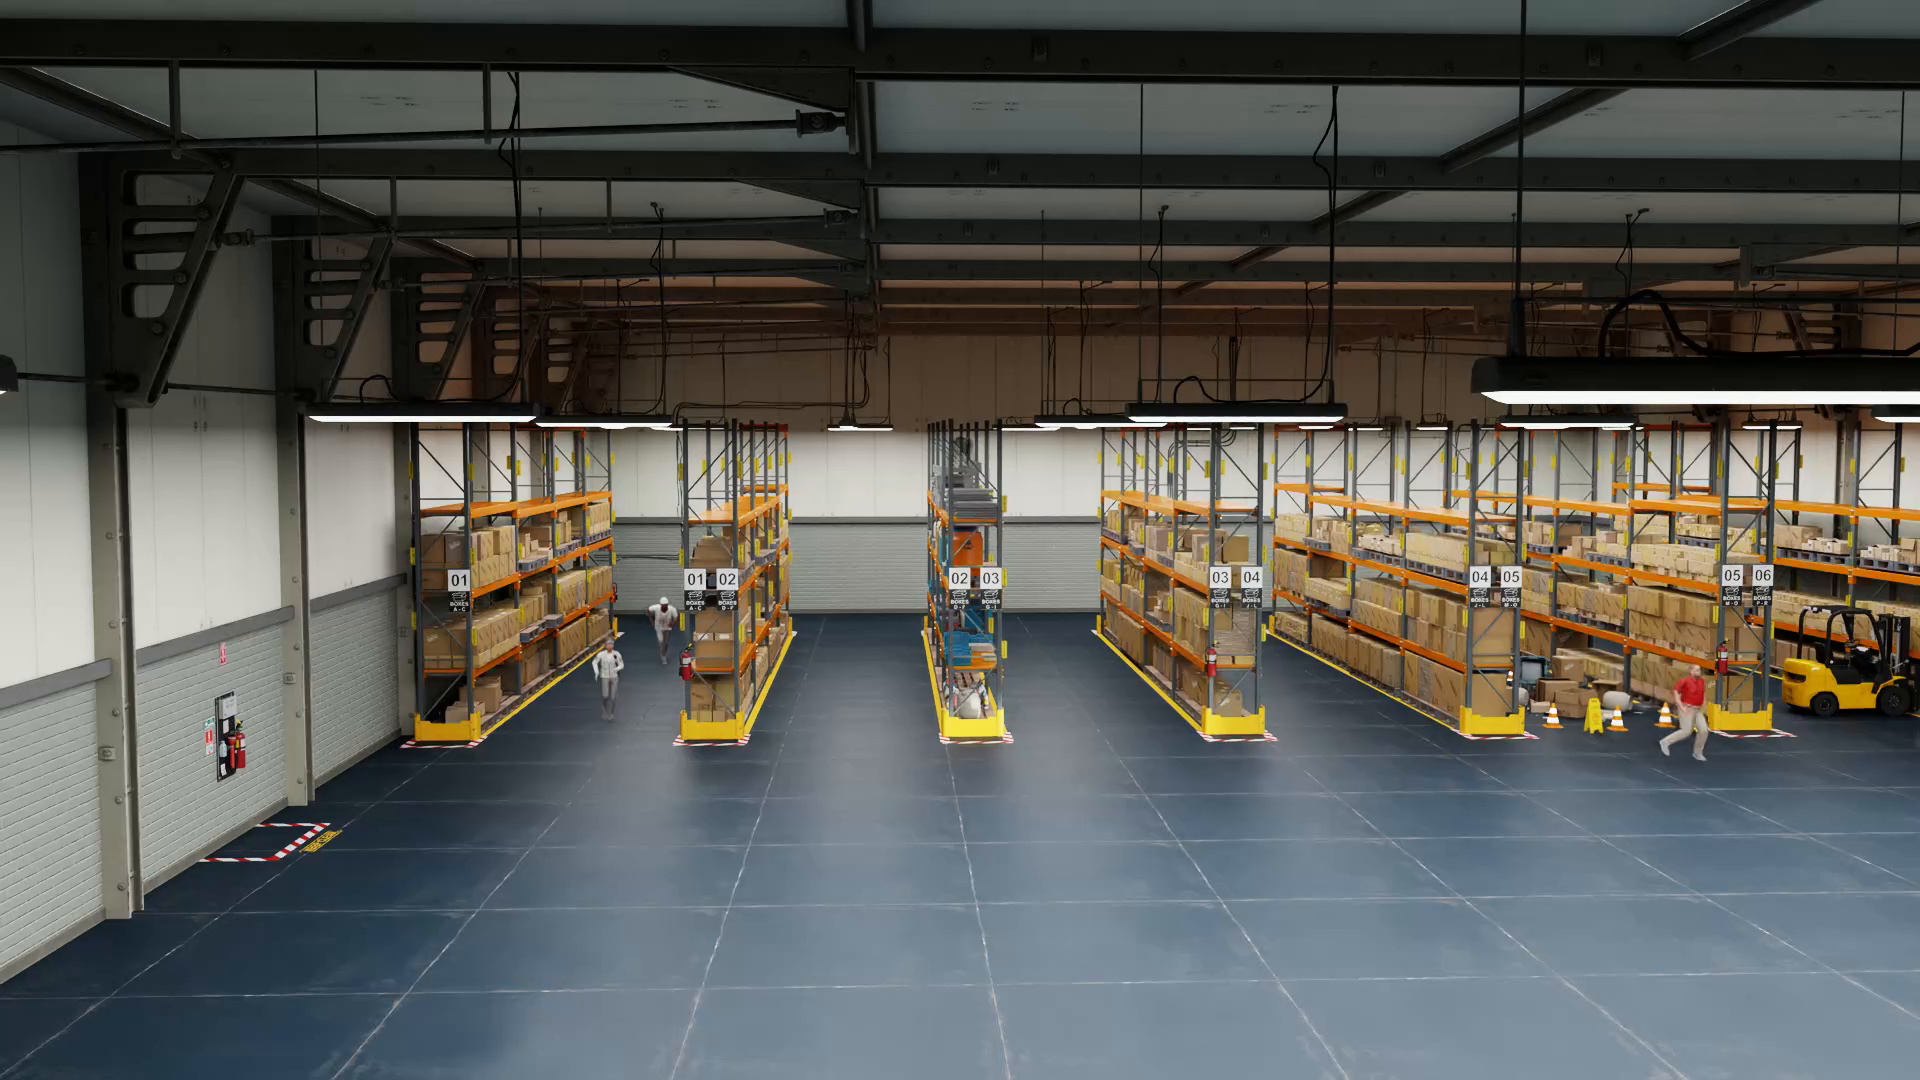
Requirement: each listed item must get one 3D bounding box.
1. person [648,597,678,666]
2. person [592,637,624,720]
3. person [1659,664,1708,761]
[{"bbox_3d":[-7.396,2.254,41.469,0.746,1.715,1.059,-1,4,-10],"label":"person"},{"bbox_3d":[-6.974,2.756,33.054,0.594,1.660,0.624,-1,4,-18],"label":"person"},{"bbox_3d":[12.810,3.040,29.258,0.864,1.732,0.649,-2,4,-31],"label":"person"}]
